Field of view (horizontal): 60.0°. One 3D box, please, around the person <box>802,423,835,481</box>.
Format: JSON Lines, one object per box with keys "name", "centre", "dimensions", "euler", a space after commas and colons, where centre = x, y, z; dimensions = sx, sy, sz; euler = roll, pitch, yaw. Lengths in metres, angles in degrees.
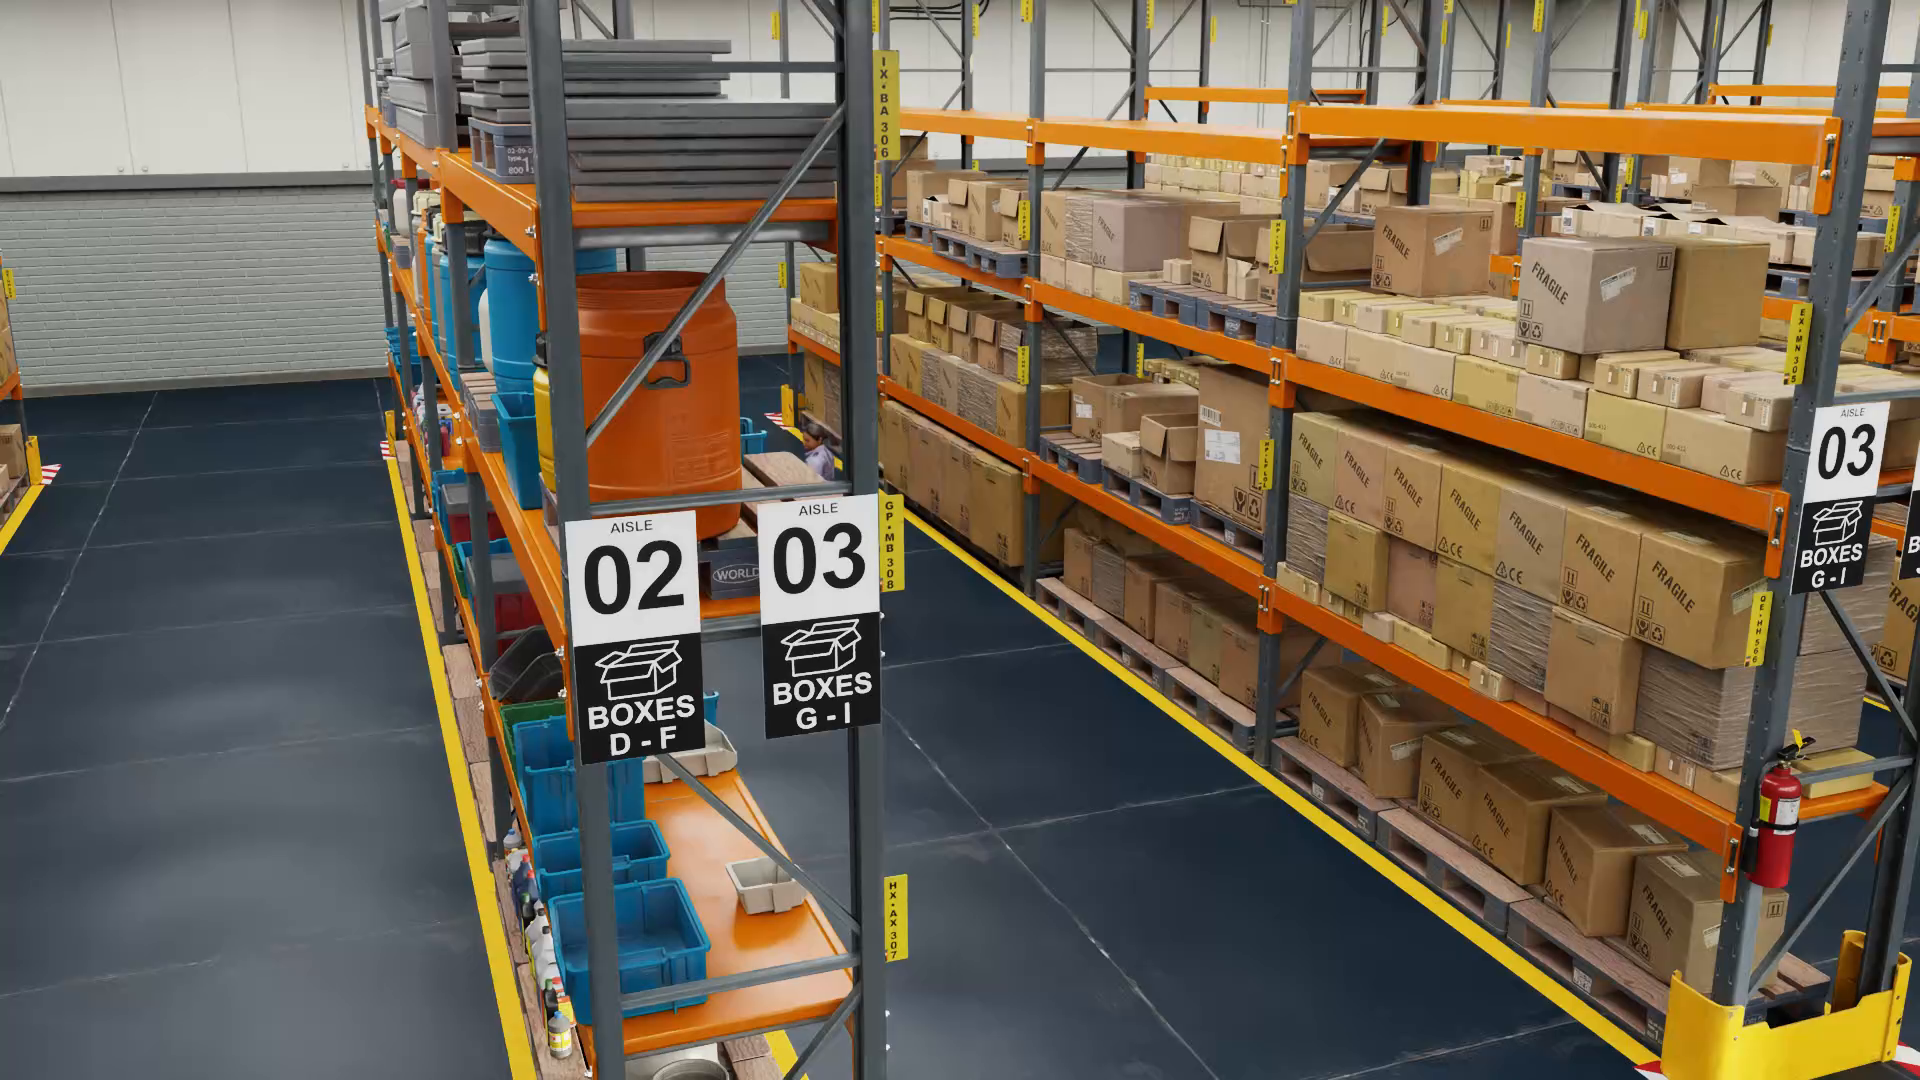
{"name": "person", "centre": [-1.201, -0.195, 14.272], "dimensions": [0.748, 1.647, 0.523], "euler": [4, 16, 14]}
